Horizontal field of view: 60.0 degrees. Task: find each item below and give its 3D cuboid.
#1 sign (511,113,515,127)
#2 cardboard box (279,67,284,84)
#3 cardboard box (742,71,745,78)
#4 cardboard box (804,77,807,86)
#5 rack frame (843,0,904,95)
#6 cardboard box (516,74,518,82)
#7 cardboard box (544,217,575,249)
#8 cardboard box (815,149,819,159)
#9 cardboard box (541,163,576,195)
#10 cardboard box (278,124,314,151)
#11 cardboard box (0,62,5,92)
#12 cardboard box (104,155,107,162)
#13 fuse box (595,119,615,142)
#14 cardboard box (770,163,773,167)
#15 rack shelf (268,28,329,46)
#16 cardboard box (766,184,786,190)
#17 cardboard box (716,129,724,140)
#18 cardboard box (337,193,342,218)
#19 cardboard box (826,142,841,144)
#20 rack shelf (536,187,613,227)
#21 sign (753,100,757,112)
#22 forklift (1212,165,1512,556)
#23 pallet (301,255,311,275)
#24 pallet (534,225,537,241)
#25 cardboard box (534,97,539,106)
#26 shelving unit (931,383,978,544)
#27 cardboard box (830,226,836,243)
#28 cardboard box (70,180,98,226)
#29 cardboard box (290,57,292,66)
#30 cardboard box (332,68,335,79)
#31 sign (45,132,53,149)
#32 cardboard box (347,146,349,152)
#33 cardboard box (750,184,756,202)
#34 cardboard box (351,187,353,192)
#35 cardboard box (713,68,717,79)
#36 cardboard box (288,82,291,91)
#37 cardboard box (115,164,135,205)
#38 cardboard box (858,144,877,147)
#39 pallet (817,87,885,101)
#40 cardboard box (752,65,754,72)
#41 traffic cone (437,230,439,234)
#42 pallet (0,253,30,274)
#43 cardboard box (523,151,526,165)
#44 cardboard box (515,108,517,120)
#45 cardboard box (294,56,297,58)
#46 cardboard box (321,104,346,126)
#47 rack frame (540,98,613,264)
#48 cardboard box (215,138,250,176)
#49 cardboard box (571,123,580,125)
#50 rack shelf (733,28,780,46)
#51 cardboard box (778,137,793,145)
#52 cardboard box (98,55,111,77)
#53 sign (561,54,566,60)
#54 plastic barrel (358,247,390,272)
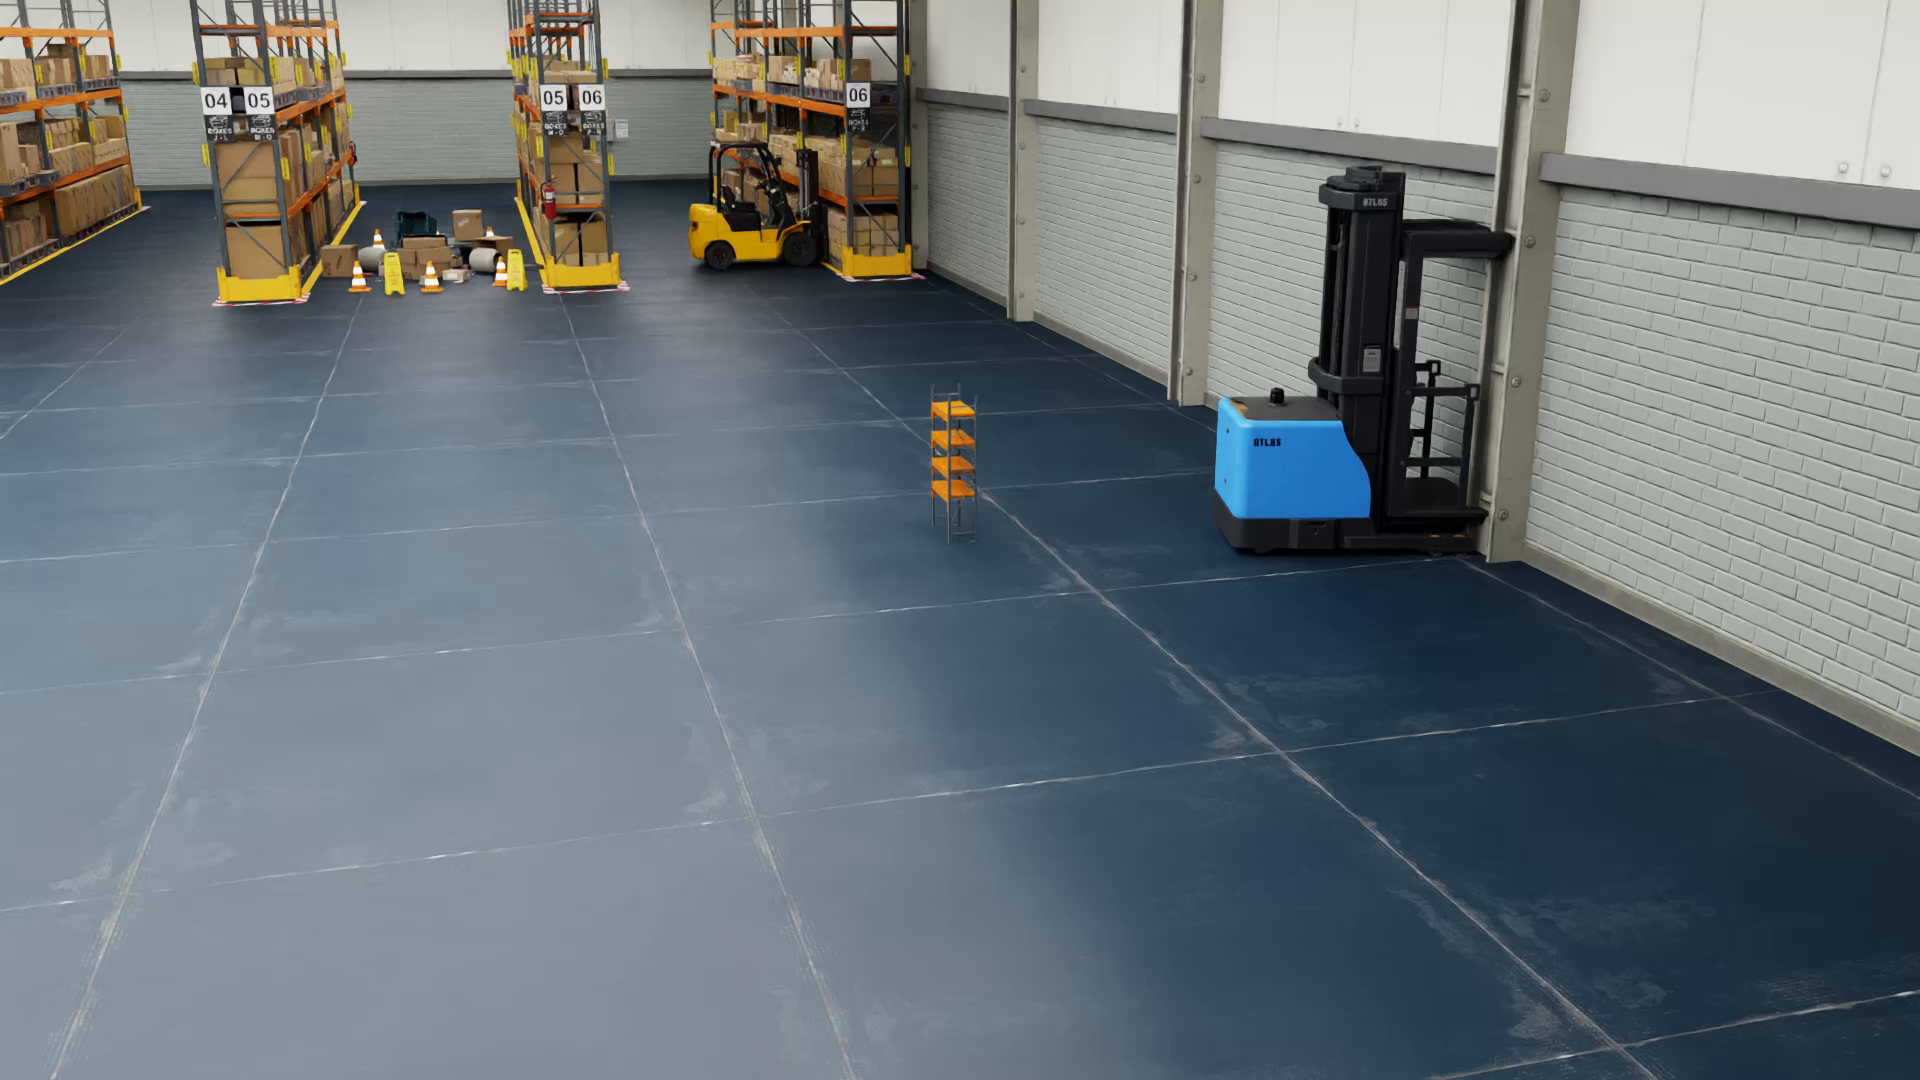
[{"bbox_3d":[-11.140,-10.482,41.490,0.100,0.325,0.005,-5,17,-15],"label":"sign"},{"bbox_3d":[-11.106,-7.416,26.553,0.500,0.250,0.500,-5,17,-16],"label":"cardboard box"},{"bbox_3d":[-4.690,-10.456,37.367,0.380,0.149,0.250,-4,17,-14],"label":"cardboard box"},{"bbox_3d":[-2.704,-8.563,31.063,0.380,0.149,0.250,-4,17,-14],"label":"cardboard box"},{"bbox_3d":[-1.436,-8.912,27.480,1.000,3.000,0.127,-5,17,-15],"label":"rack frame"},{"bbox_3d":[-9.495,-10.113,36.367,0.380,0.166,0.250,-6,18,-19],"label":"cardboard box"},{"bbox_3d":[-6.826,-5.234,28.409,0.500,0.500,0.500,-4,17,-13],"label":"cardboard box"},{"bbox_3d":[-2.463,-7.107,30.596,0.380,0.149,0.250,-5,17,-16],"label":"cardboard box"},{"bbox_3d":[-6.622,-5.964,27.403,0.500,0.500,0.500,-5,17,-16],"label":"cardboard box"},{"bbox_3d":[-13.024,-7.841,32.429,0.700,0.500,0.500,-5,17,-16],"label":"cardboard box"},{"bbox_3d":[-17.129,-8.054,28.927,0.797,0.503,0.637,-4,17,-13],"label":"cardboard box"},{"bbox_3d":[-19.015,-8.387,36.597,0.380,0.149,0.250,-5,17,-17],"label":"cardboard box"},{"bbox_3d":[-10.117,-11.138,47.557,0.539,1.711,0.414,-5,17,-15],"label":"fuse box"},{"bbox_3d":[-3.748,-8.038,35.258,0.500,0.250,0.500,-5,17,-15],"label":"cardboard box"},{"bbox_3d":[-13.688,-10.330,34.143,1.077,0.370,4.000,-5,17,-15],"label":"rack shelf"},{"bbox_3d":[-4.014,-7.683,36.304,0.380,0.149,0.250,-6,18,-18],"label":"cardboard box"},{"bbox_3d":[-5.968,-10.389,42.566,0.500,0.250,0.500,-5,17,-15],"label":"cardboard box"},{"bbox_3d":[-13.651,-7.223,35.899,0.500,0.500,0.500,-5,17,-17],"label":"cardboard box"},{"bbox_3d":[-2.218,-7.117,30.114,0.380,0.149,0.250,-5,17,-15],"label":"cardboard box"},{"bbox_3d":[-6.758,-5.854,28.978,1.077,0.370,4.000,-5,17,-15],"label":"rack shelf"},{"bbox_3d":[-5.294,-11.209,42.992,0.100,0.325,0.005,-5,17,-15],"label":"sign"},{"bbox_3d":[3.629,-1.431,13.120,3.031,2.935,1.130,0,17,-1],"label":"forklift"},{"bbox_3d":[-11.905,-4.781,29.001,1.003,0.211,1.213,-5,17,-15],"label":"pallet"},{"bbox_3d":[-8.193,-6.307,34.081,1.003,0.211,1.213,-5,17,-15],"label":"pallet"},{"bbox_3d":[-7.040,-7.460,28.295,0.380,0.149,0.250,-5,17,-16],"label":"cardboard box"},{"bbox_3d":[-0.046,-0.620,13.432,0.258,1.200,0.503,-5,17,-15],"label":"shelving unit"},{"bbox_3d":[-1.998,-5.412,29.437,0.500,0.250,0.500,-5,17,-16],"label":"cardboard box"},{"bbox_3d":[-18.593,-6.942,34.313,1.225,0.875,0.875,-5,18,-17],"label":"cardboard box"},{"bbox_3d":[-11.563,-8.134,28.250,0.380,0.149,0.250,-5,17,-15],"label":"cardboard box"},{"bbox_3d":[-14.271,-10.440,37.172,0.500,0.250,0.500,-5,17,-15],"label":"cardboard box"},{"bbox_3d":[-17.416,-7.637,31.788,0.100,0.325,0.005,-5,17,-15],"label":"sign"},{"bbox_3d":[-14.975,-9.464,40.181,0.380,0.149,0.250,-5,17,-15],"label":"cardboard box"},{"bbox_3d":[-4.529,-7.926,38.239,0.500,0.500,0.500,-5,17,-17],"label":"cardboard box"},{"bbox_3d":[-14.917,-8.507,40.267,0.380,0.149,0.250,-5,17,-17],"label":"cardboard box"},{"bbox_3d":[-5.974,-11.828,42.143,0.500,0.250,0.500,-5,17,-16],"label":"cardboard box"},{"bbox_3d":[-11.352,-7.542,27.664,0.380,0.149,0.250,-4,17,-14],"label":"cardboard box"},{"bbox_3d":[-19.881,-8.301,38.835,0.875,0.875,0.875,-5,17,-15],"label":"cardboard box"},{"bbox_3d":[-1.599,-6.937,29.515,0.380,0.149,0.250,-4,17,-14],"label":"cardboard box"},{"bbox_3d":[-1.945,-7.969,29.707,1.003,0.211,1.213,-5,17,-15],"label":"pallet"},{"bbox_3d":[-4.371,-10.381,36.633,0.380,0.149,0.250,-5,17,-15],"label":"cardboard box"},{"bbox_3d":[-10.035,-5.771,31.858,0.336,0.463,0.334,-5,17,-15],"label":"traffic cone"},{"bbox_3d":[-17.051,-4.848,29.226,1.003,0.211,1.213,-5,17,-15],"label":"pallet"},{"bbox_3d":[-9.241,-8.325,36.215,0.500,0.250,0.500,-5,17,-16],"label":"cardboard box"},{"bbox_3d":[-10.449,-10.159,40.145,0.500,0.500,0.500,-5,17,-16],"label":"cardboard box"},{"bbox_3d":[-13.234,-9.634,33.592,0.396,0.266,0.258,-5,17,-15],"label":"cardboard box"},{"bbox_3d":[-14.681,-9.931,38.871,0.500,0.500,0.500,-4,17,-12],"label":"cardboard box"},{"bbox_3d":[-6.208,-5.646,27.033,1.000,3.000,0.127,-5,17,-15],"label":"rack frame"},{"bbox_3d":[-11.244,-6.066,26.294,0.875,0.550,0.550,-5,17,-15],"label":"cardboard box"},{"bbox_3d":[-7.686,-8.130,32.756,0.380,0.149,0.250,-6,18,-18],"label":"cardboard box"},{"bbox_3d":[-4.185,-11.142,36.849,1.077,0.370,4.000,-5,17,-15],"label":"rack shelf"},{"bbox_3d":[-3.577,-8.285,34.518,0.380,0.149,0.250,-4,17,-15],"label":"cardboard box"},{"bbox_3d":[-19.939,-10.882,38.173,0.700,0.500,0.500,-6,18,-19],"label":"cardboard box"},{"bbox_3d":[-8.987,-10.845,37.684,0.100,0.325,0.005,-5,17,-15],"label":"sign"},{"bbox_3d":[-10.252,-4.906,29.050,0.512,0.421,0.421,7,18,23],"label":"plastic barrel"}]
